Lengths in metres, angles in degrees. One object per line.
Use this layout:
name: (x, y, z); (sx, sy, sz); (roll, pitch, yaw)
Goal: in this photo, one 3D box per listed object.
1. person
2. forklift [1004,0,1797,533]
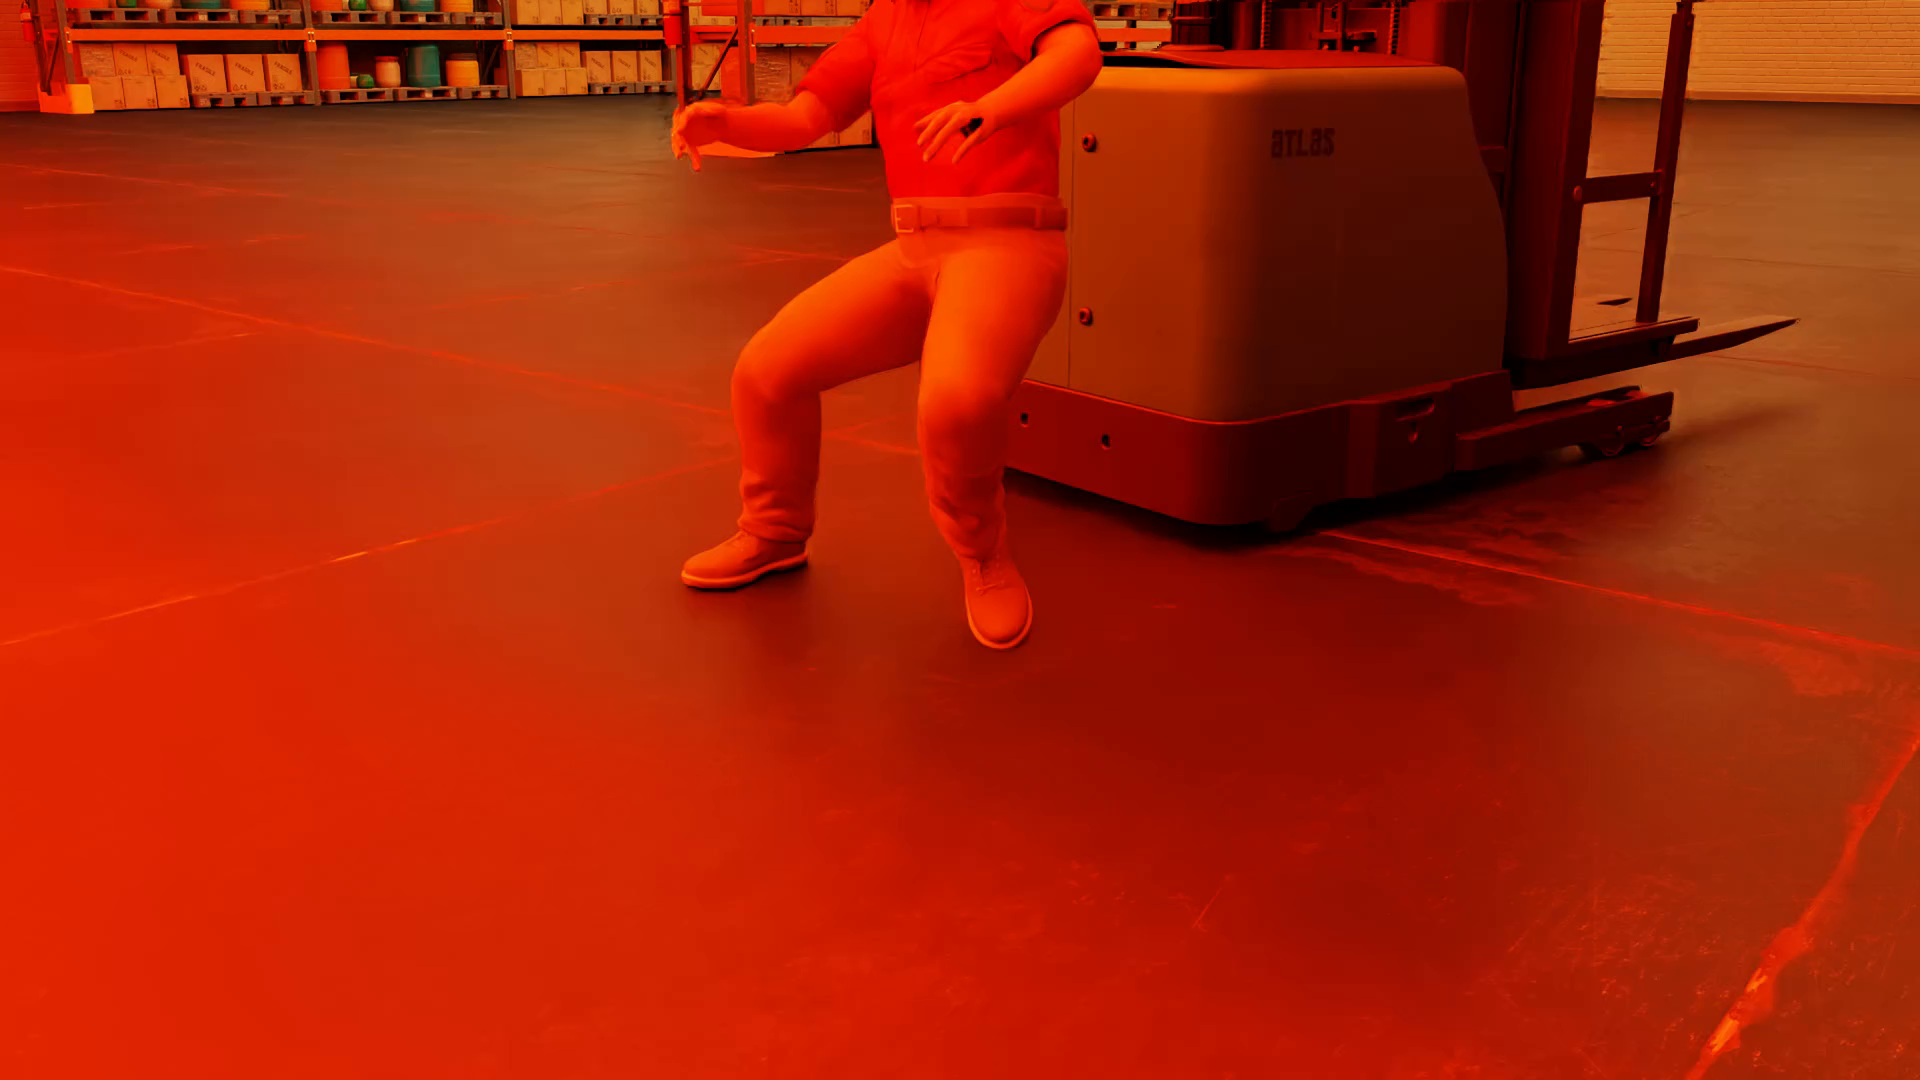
person: (-0.157, -0.562, 3.198); (0.742, 1.522, 0.950); (-13, 21, -36)
forklift: (1.449, -1.745, 4.644); (3.031, 2.935, 1.130); (-13, 21, -36)
